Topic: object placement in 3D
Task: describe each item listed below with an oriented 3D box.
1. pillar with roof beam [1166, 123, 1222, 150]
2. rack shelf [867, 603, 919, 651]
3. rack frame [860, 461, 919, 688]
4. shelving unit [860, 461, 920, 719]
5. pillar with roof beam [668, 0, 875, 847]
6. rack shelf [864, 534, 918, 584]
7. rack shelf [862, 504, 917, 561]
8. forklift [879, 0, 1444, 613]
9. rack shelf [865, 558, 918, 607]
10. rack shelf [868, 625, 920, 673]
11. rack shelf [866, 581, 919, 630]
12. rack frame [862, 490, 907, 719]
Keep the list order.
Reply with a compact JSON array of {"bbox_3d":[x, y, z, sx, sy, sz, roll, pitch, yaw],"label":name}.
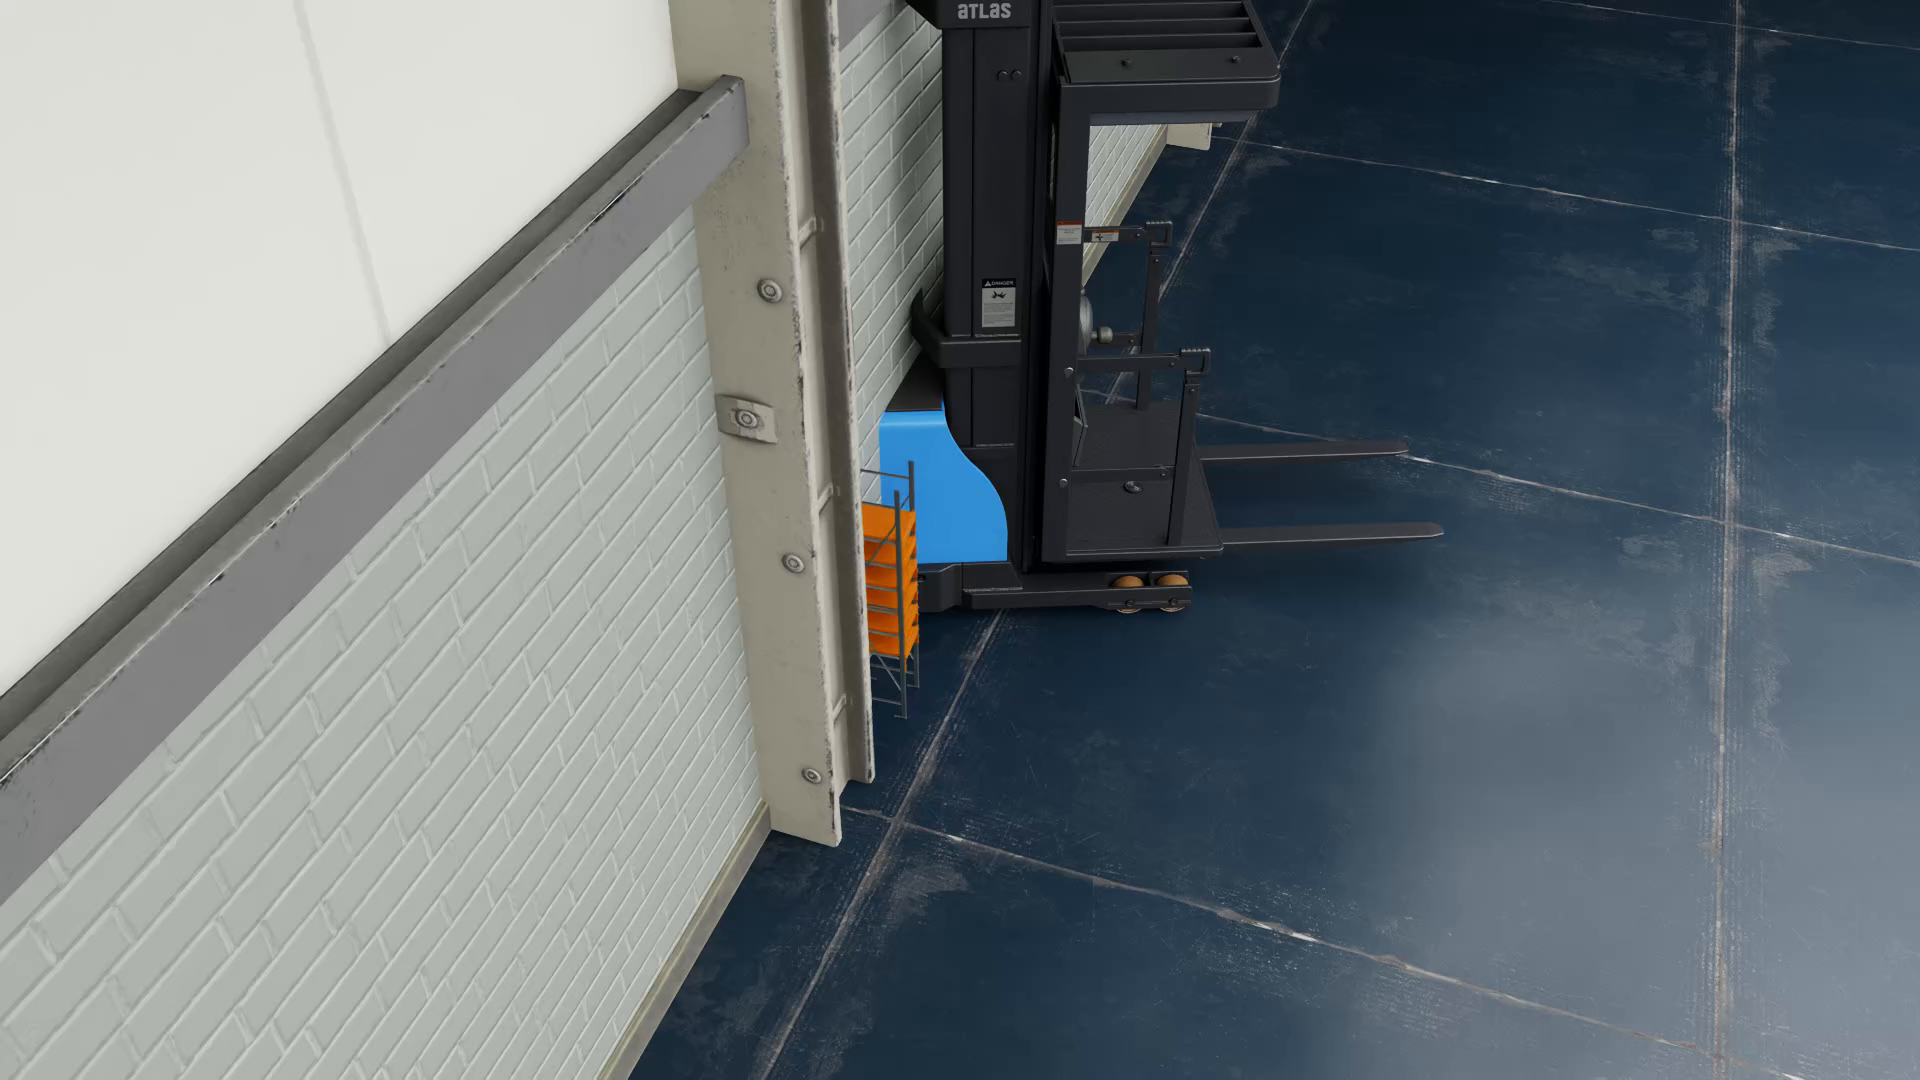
[{"bbox_3d":[5.550,-5.111,6.761,9.100,9.000,0.400,13,42,15],"label":"pillar with roof beam"},{"bbox_3d":[-0.312,0.327,6.650,0.258,0.103,0.180,10,41,11],"label":"rack shelf"},{"bbox_3d":[-0.288,0.144,6.610,0.240,1.200,0.006,10,41,11],"label":"rack frame"},{"bbox_3d":[-0.312,0.202,6.543,0.258,1.200,0.189,10,41,11],"label":"shelving unit"},{"bbox_3d":[3.498,-1.452,2.472,9.100,9.000,0.400,13,42,15],"label":"pillar with roof beam"},{"bbox_3d":[-0.312,0.053,6.416,0.258,0.103,0.180,10,41,11],"label":"rack shelf"},{"bbox_3d":[-0.312,-0.038,6.338,0.258,0.103,0.180,10,41,11],"label":"rack shelf"},{"bbox_3d":[0.626,-1.137,6.778,3.031,2.935,1.130,-2,41,-2],"label":"forklift"},{"bbox_3d":[-0.312,0.144,6.494,0.258,0.103,0.180,10,41,11],"label":"rack shelf"},{"bbox_3d":[-0.312,0.418,6.728,0.258,0.103,0.180,10,41,11],"label":"rack shelf"},{"bbox_3d":[-0.312,0.235,6.572,0.258,0.103,0.180,10,41,11],"label":"rack shelf"},{"bbox_3d":[-0.336,0.259,6.476,0.240,1.200,0.006,10,41,11],"label":"rack frame"}]
